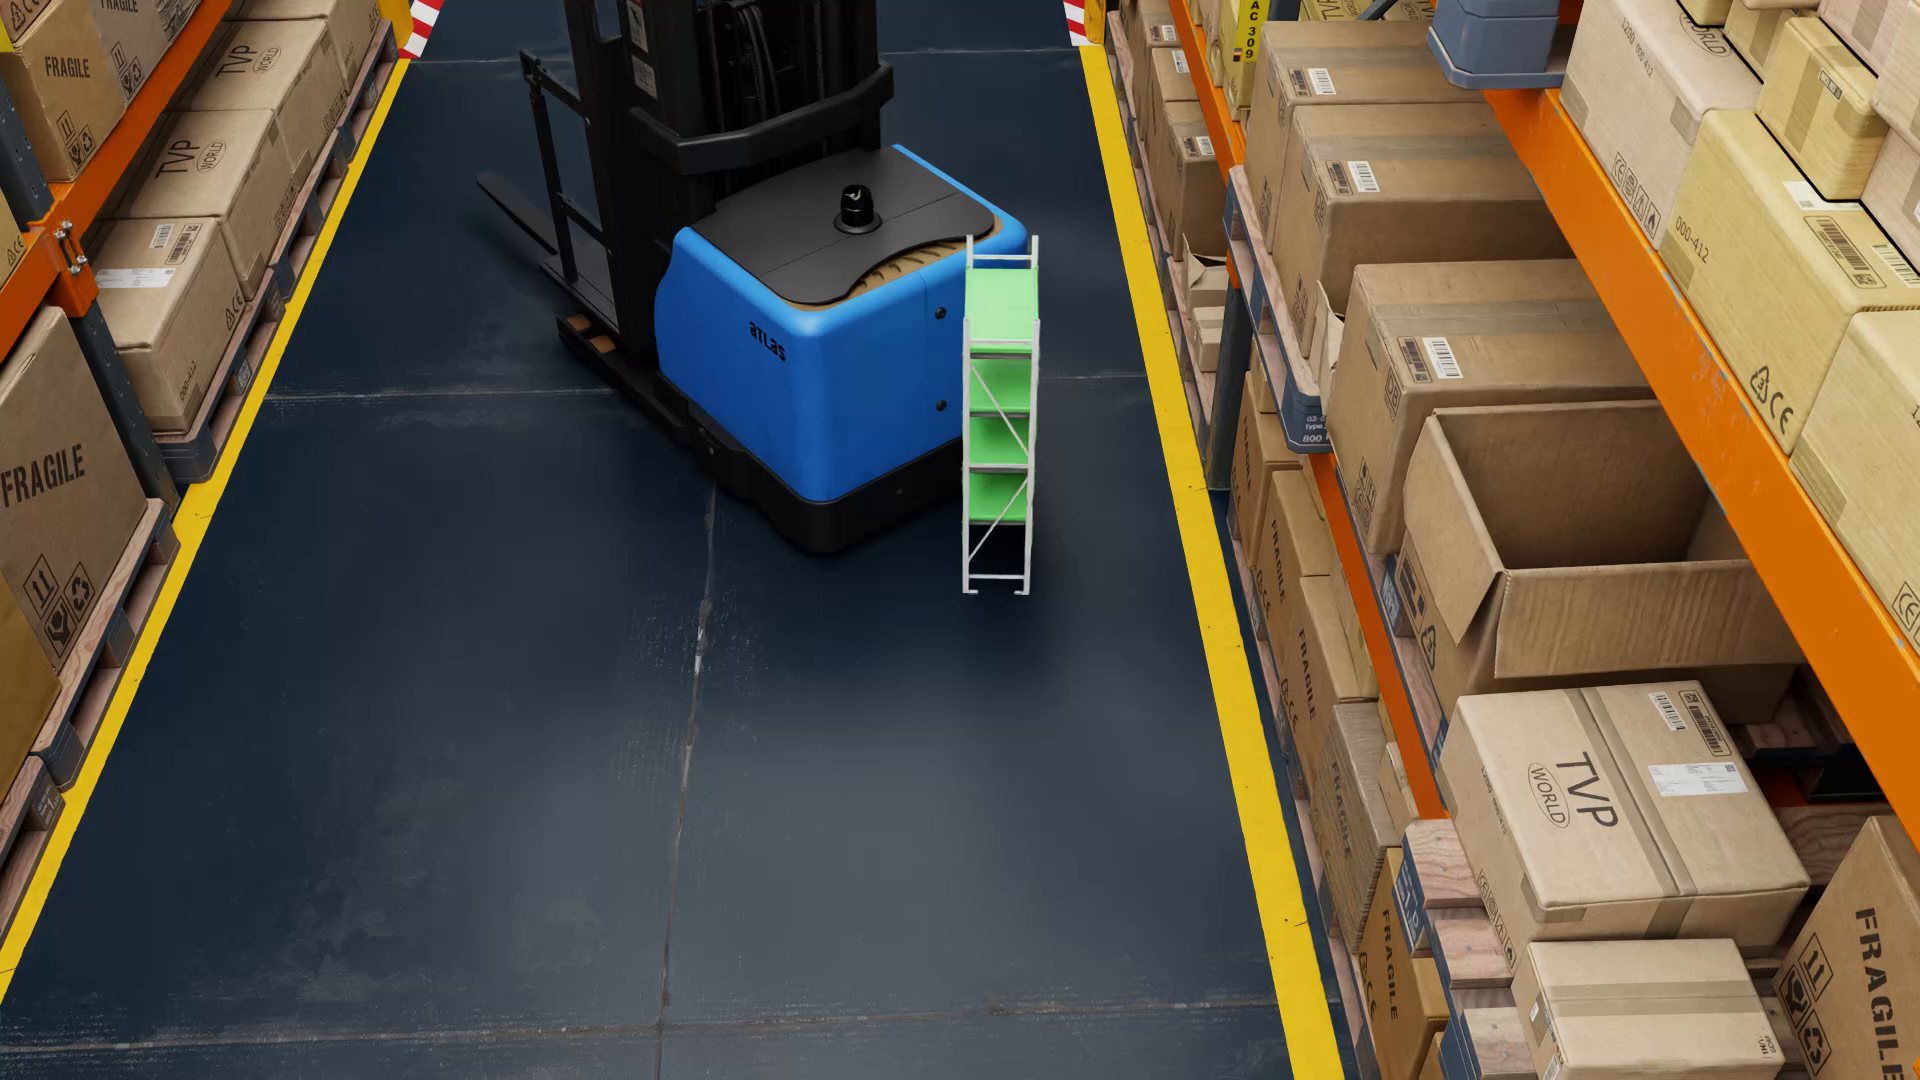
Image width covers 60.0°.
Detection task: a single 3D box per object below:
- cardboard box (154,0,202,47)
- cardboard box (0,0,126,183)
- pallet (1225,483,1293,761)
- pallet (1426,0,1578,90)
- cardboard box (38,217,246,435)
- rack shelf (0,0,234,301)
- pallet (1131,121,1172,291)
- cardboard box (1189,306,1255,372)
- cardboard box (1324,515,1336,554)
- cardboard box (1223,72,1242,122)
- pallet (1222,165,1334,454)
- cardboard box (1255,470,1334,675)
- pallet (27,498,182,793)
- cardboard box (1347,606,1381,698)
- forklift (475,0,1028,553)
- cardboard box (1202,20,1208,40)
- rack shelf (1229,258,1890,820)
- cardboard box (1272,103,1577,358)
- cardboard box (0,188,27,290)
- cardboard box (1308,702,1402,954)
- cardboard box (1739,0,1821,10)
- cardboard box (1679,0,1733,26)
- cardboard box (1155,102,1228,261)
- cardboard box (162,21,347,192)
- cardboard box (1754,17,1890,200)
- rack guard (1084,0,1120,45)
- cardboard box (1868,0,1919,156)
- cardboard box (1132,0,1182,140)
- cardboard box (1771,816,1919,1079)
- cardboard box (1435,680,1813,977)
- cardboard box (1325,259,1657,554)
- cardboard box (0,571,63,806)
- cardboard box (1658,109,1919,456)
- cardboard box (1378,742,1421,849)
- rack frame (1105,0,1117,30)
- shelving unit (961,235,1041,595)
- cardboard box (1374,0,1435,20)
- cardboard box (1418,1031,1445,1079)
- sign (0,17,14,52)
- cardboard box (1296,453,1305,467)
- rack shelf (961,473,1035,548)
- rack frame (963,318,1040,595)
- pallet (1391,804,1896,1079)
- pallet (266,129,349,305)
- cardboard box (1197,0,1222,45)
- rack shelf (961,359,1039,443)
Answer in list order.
[{"bbox_3d":[-3.290,-2.238,6.398,0.500,0.500,0.500,-1,43,-2],"label":"cardboard box"},{"bbox_3d":[-3.258,-1.562,5.661,0.500,0.500,0.500,0,43,0],"label":"cardboard box"},{"bbox_3d":[1.532,0.230,5.843,1.003,0.211,1.213,-2,43,-2],"label":"pallet"},{"bbox_3d":[1.464,-1.240,3.302,1.213,0.211,1.003,-2,43,-2],"label":"pallet"},{"bbox_3d":[-3.419,-0.838,6.530,0.875,0.438,0.875,-2,43,-2],"label":"cardboard box"},{"bbox_3d":[-3.585,-2.286,7.057,1.077,0.370,4.000,-2,43,-2],"label":"rack shelf"},{"bbox_3d":[1.376,-1.607,7.848,1.003,0.211,1.213,-2,43,-2],"label":"pallet"},{"bbox_3d":[1.142,-0.818,6.721,0.380,0.149,0.250,-3,43,-3],"label":"cardboard box"},{"bbox_3d":[1.345,-0.026,5.118,0.380,0.149,0.250,-2,43,-3],"label":"cardboard box"},{"bbox_3d":[1.161,-1.637,6.002,0.380,0.149,0.250,-1,43,-1],"label":"cardboard box"},{"bbox_3d":[1.384,-0.733,4.972,1.003,0.211,1.213,-2,43,-2],"label":"pallet"},{"bbox_3d":[1.288,0.113,5.446,0.500,0.500,0.500,-2,43,-2],"label":"cardboard box"},{"bbox_3d":[-3.392,0.345,5.717,1.003,0.211,1.213,-2,43,-2],"label":"pallet"},{"bbox_3d":[1.327,0.311,4.750,0.380,0.149,0.250,0,43,0],"label":"cardboard box"},{"bbox_3d":[-1.059,-1.967,6.226,1.130,2.935,3.031,-29,50,-28],"label":"forklift"},{"bbox_3d":[1.142,-1.989,6.386,0.380,0.149,0.250,-1,43,-1],"label":"cardboard box"},{"bbox_3d":[1.544,0.269,4.269,1.077,0.370,4.000,-2,43,-2],"label":"rack shelf"},{"bbox_3d":[1.278,-0.855,4.578,0.700,0.500,0.500,-1,43,-1],"label":"cardboard box"},{"bbox_3d":[-3.229,-0.850,5.069,0.500,0.250,0.500,-3,43,-3],"label":"cardboard box"},{"bbox_3d":[1.320,0.800,4.696,0.500,0.500,0.500,-3,43,-3],"label":"cardboard box"},{"bbox_3d":[1.277,-0.882,2.368,0.380,0.149,0.250,-3,43,-3],"label":"cardboard box"},{"bbox_3d":[1.345,-0.945,2.657,0.380,0.149,0.250,0,43,-1],"label":"cardboard box"},{"bbox_3d":[1.262,-1.585,7.299,0.700,0.500,0.500,-3,43,-3],"label":"cardboard box"},{"bbox_3d":[-3.494,-2.052,7.854,0.875,0.438,0.875,-1,43,-1],"label":"cardboard box"},{"bbox_3d":[1.342,-0.596,2.276,0.380,0.149,0.250,-2,43,-2],"label":"cardboard box"},{"bbox_3d":[1.293,-3.074,9.233,1.175,0.500,0.348,-2,43,-2],"label":"rack guard"},{"bbox_3d":[1.352,-0.535,1.990,0.380,0.149,0.250,-3,43,-3],"label":"cardboard box"},{"bbox_3d":[1.218,-2.286,8.063,0.700,0.500,0.500,0,43,0],"label":"cardboard box"},{"bbox_3d":[1.764,0.811,2.761,0.500,0.500,0.500,0,43,0],"label":"cardboard box"},{"bbox_3d":[1.261,0.552,3.228,0.500,0.250,0.500,-3,43,-4],"label":"cardboard box"},{"bbox_3d":[1.312,-0.325,4.000,0.700,0.500,0.500,-2,43,-2],"label":"cardboard box"},{"bbox_3d":[-3.347,0.453,4.797,0.875,0.875,0.875,-1,43,-1],"label":"cardboard box"},{"bbox_3d":[1.343,-0.375,2.330,0.500,0.250,0.500,-2,43,-2],"label":"cardboard box"},{"bbox_3d":[1.327,0.660,4.370,0.380,0.149,0.250,-4,43,-4],"label":"cardboard box"},{"bbox_3d":[1.289,-4.047,8.445,1.000,3.000,0.127,-2,43,-2],"label":"rack frame"},{"bbox_3d":[0.137,-0.414,5.814,0.258,1.200,0.503,1,43,1],"label":"shelving unit"},{"bbox_3d":[1.708,-1.743,5.822,0.500,0.250,0.500,-2,43,-2],"label":"cardboard box"},{"bbox_3d":[1.386,1.503,3.929,0.500,0.500,0.500,-2,43,-2],"label":"cardboard box"},{"bbox_3d":[-2.958,-1.621,5.000,0.100,0.325,0.005,-2,43,-2],"label":"sign"},{"bbox_3d":[1.298,-0.384,5.508,0.380,0.149,0.250,-3,43,-3],"label":"cardboard box"},{"bbox_3d":[0.137,-0.190,6.019,0.258,0.148,0.480,1,43,1],"label":"rack shelf"},{"bbox_3d":[0.131,-0.249,5.634,0.240,1.200,0.015,1,43,1],"label":"rack frame"},{"bbox_3d":[1.530,0.969,3.115,1.213,0.211,1.003,-2,43,-2],"label":"pallet"},{"bbox_3d":[-3.509,-1.514,7.746,1.003,0.211,1.213,-2,43,-2],"label":"pallet"},{"bbox_3d":[1.158,-2.075,6.185,0.500,0.250,0.500,-2,43,-2],"label":"cardboard box"},{"bbox_3d":[0.137,-0.544,5.695,0.258,0.148,0.480,1,43,1],"label":"rack shelf"}]
